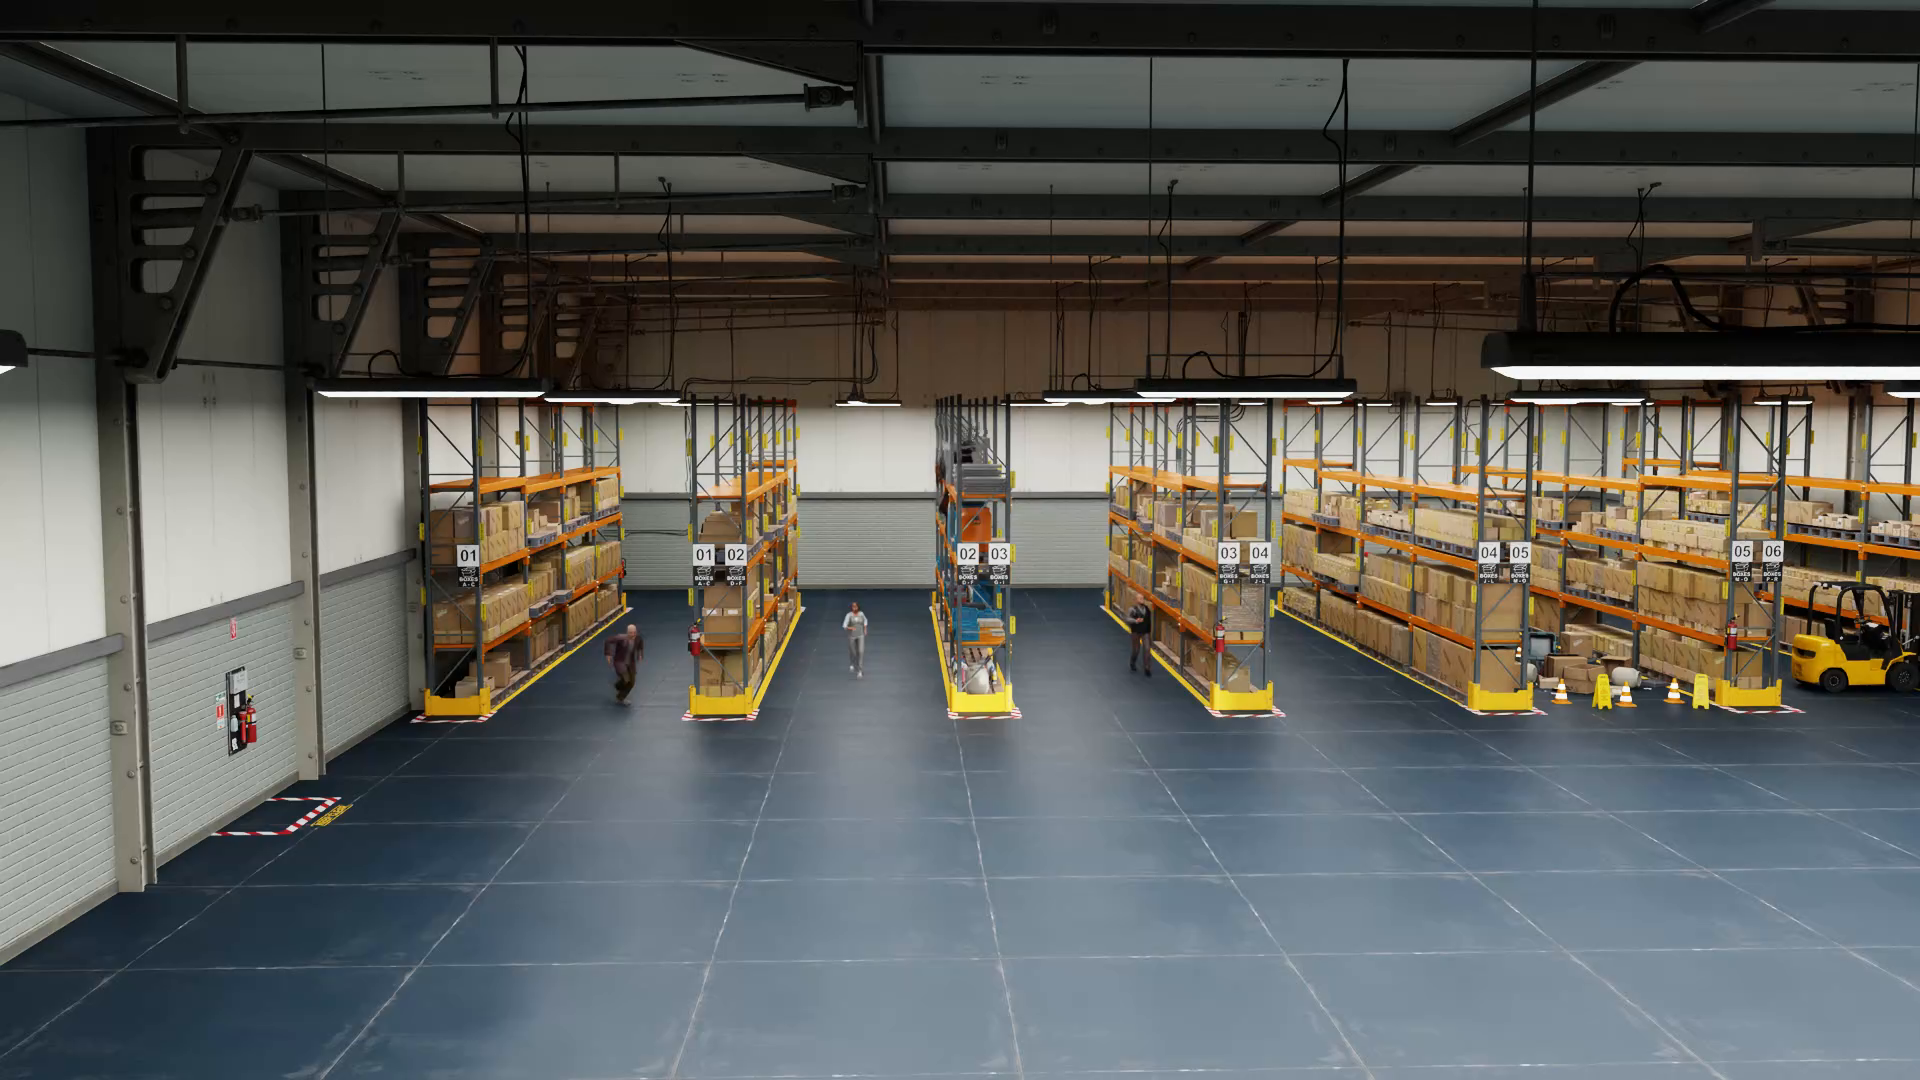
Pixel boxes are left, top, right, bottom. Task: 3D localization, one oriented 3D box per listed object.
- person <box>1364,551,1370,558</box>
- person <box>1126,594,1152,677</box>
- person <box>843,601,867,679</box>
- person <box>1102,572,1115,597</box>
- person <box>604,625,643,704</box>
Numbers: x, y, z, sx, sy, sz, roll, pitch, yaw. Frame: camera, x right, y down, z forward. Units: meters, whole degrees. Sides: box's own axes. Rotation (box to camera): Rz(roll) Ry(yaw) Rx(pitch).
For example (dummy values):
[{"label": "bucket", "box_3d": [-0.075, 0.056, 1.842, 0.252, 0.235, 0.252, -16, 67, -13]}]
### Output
[{"label": "person", "box_3d": [11.390, 1.197, 46.419, 0.636, 1.767, 0.905, -1, 5, -7]}, {"label": "person", "box_3d": [3.881, 2.027, 35.774, 0.653, 1.742, 0.902, -1, 5, -12]}, {"label": "person", "box_3d": [-2.237, 2.124, 35.593, 0.546, 1.628, 0.804, -1, 5, -10]}, {"label": "person", "box_3d": [4.678, 0.975, 49.547, 0.945, 1.803, 0.689, 3, 6, 36]}, {"label": "person", "box_3d": [-6.466, 2.410, 32.058, 0.736, 1.598, 0.868, -3, 6, -37]}]
